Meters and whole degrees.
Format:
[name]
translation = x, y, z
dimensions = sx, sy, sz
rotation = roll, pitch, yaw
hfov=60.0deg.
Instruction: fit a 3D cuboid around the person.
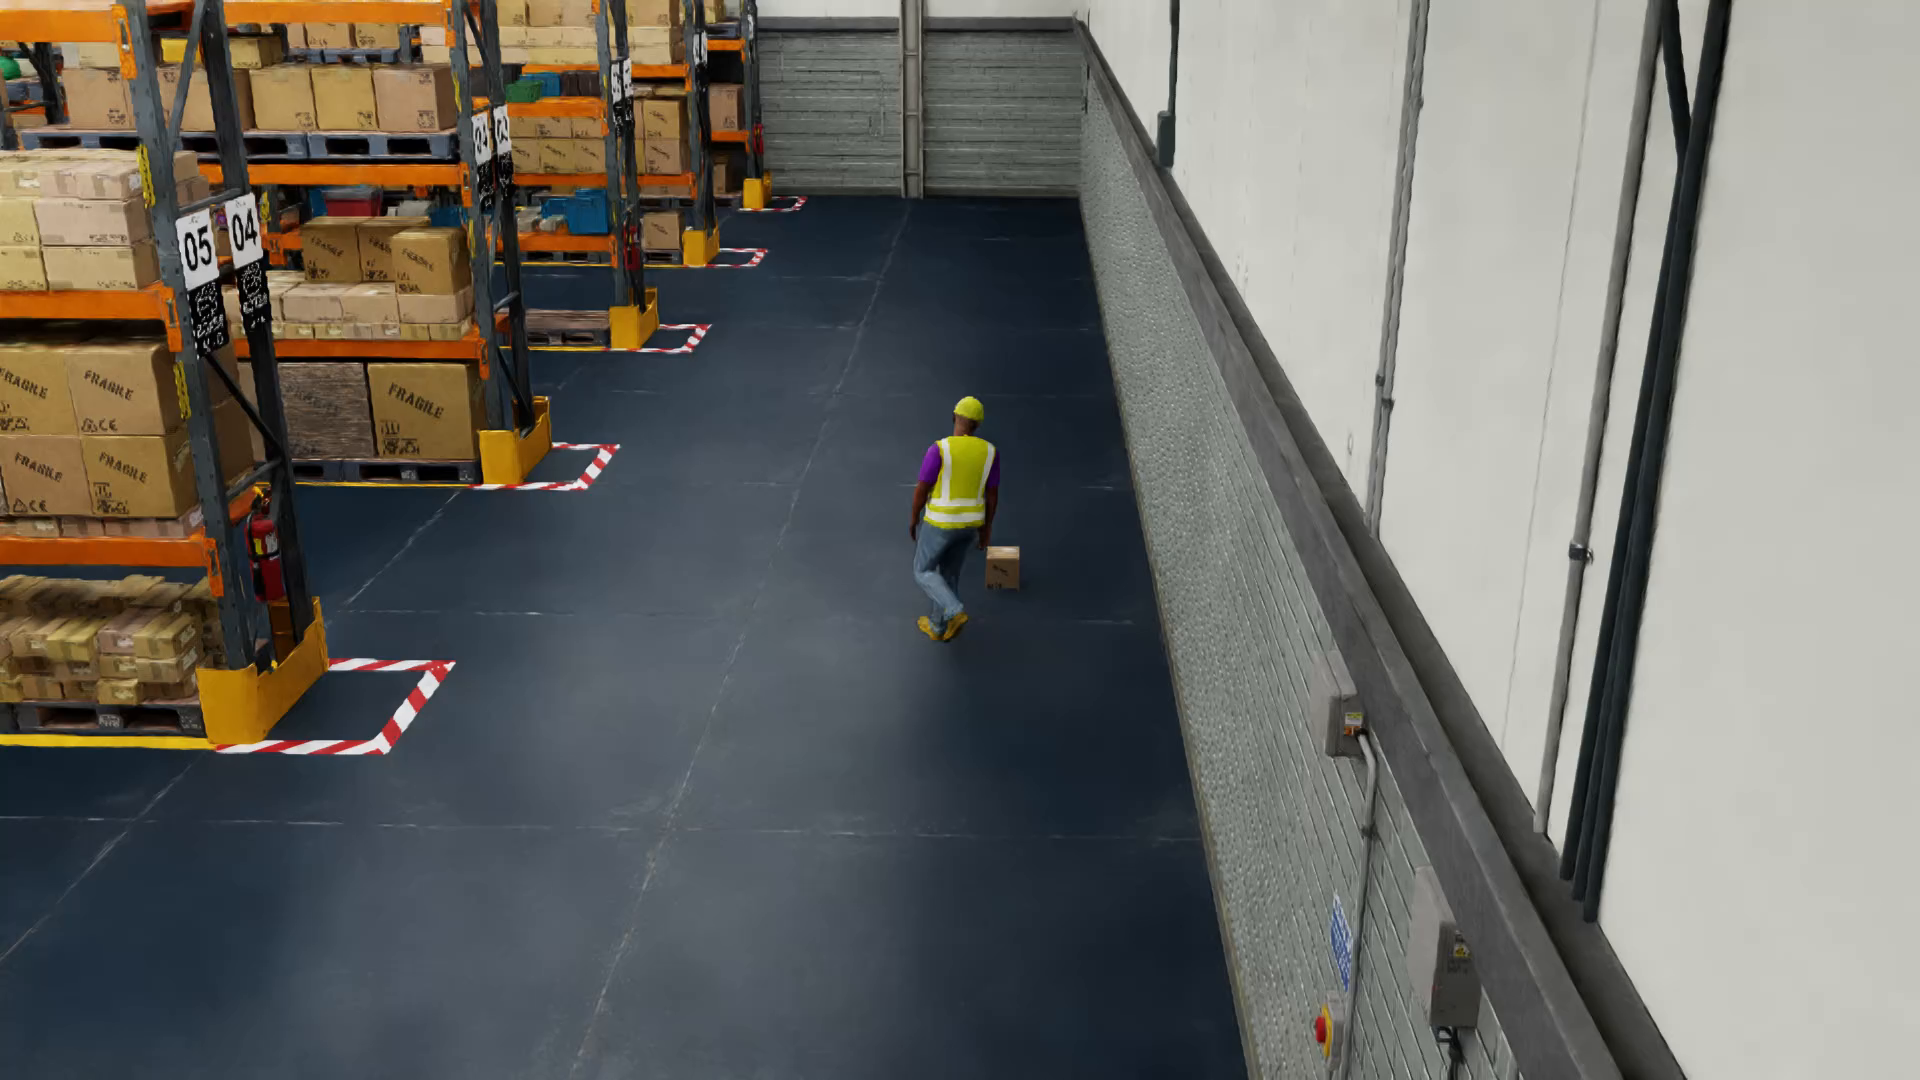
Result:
[person]
translation = -0.017, -0.108, 11.375
dimensions = 0.609, 1.745, 0.710
rotation = -10, 23, -26
